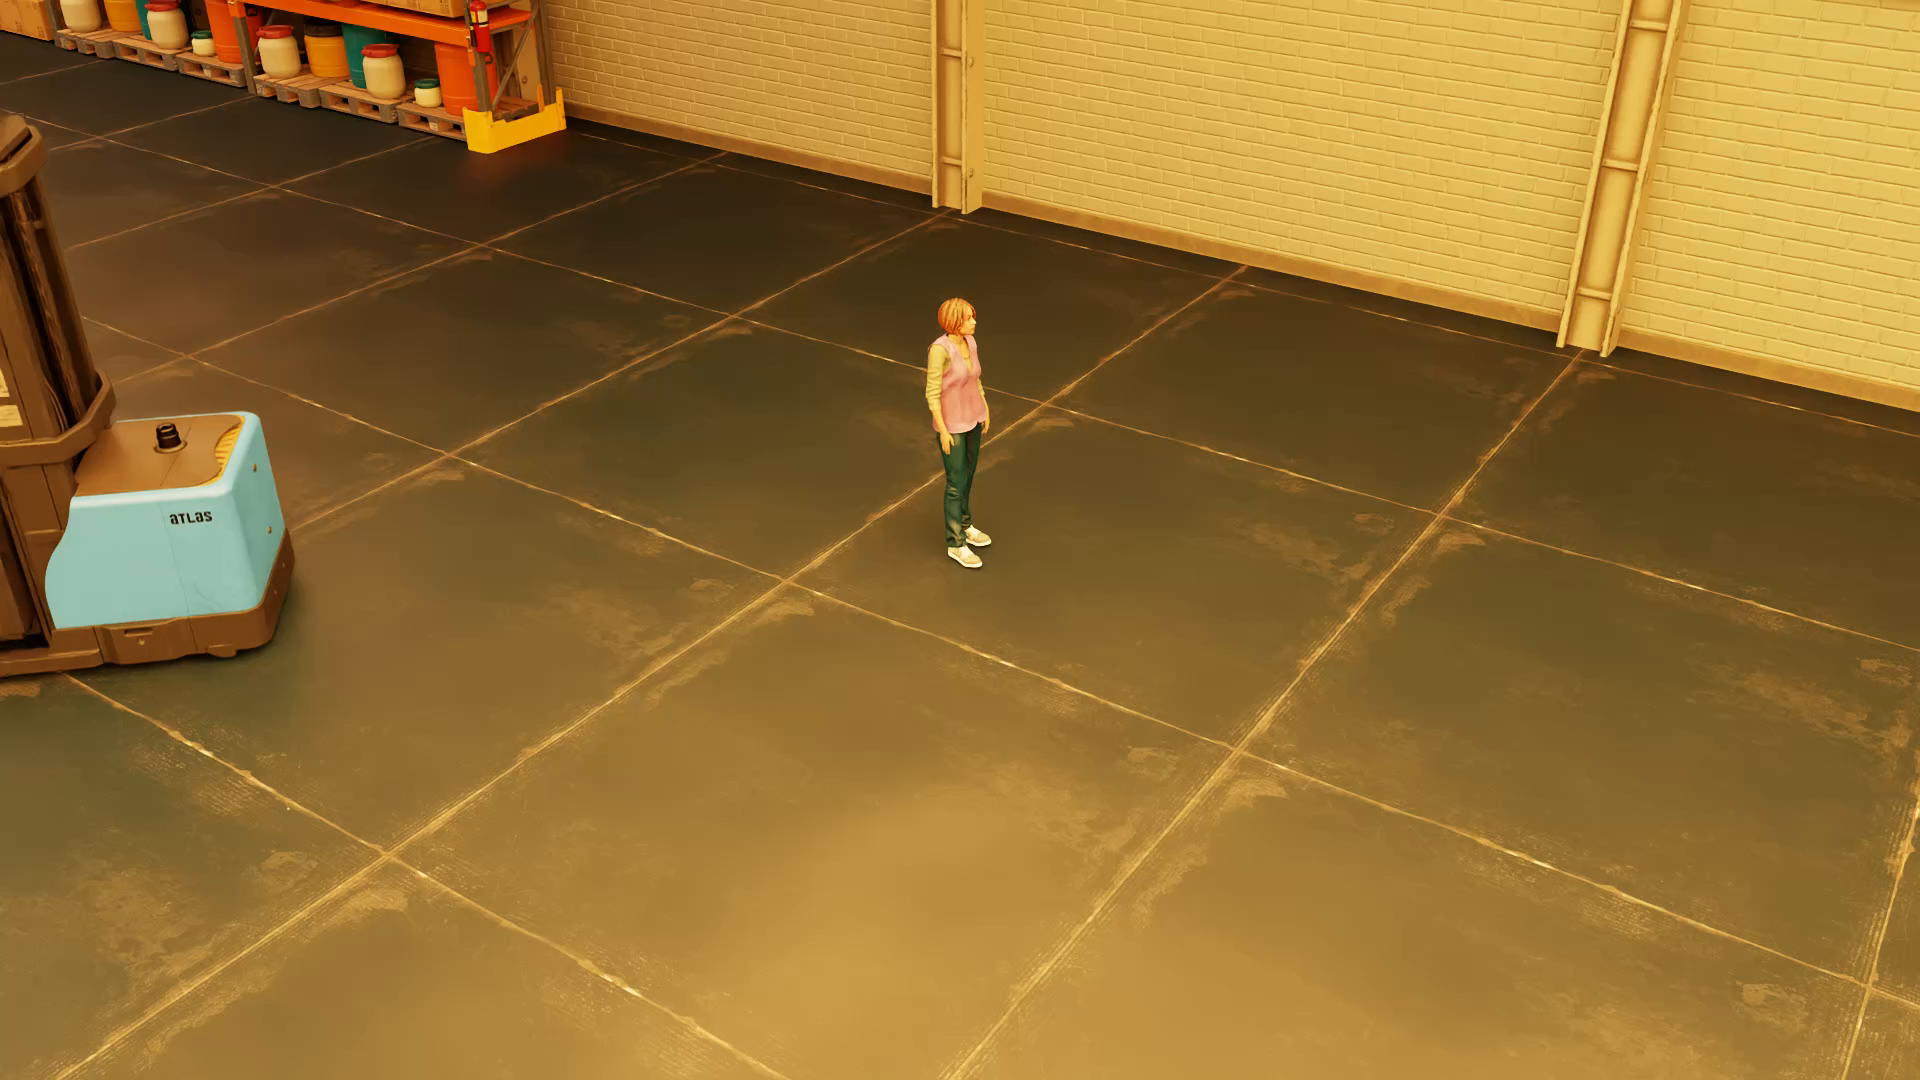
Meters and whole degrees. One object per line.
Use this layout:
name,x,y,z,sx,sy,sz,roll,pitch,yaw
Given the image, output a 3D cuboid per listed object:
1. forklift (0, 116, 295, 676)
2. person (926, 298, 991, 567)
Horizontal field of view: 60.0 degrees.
forklift,-5.459,-0.724,8.829,3.031,2.935,1.130,-5,31,-9
person,0.053,-0.671,10.050,0.476,1.597,0.520,19,35,29
